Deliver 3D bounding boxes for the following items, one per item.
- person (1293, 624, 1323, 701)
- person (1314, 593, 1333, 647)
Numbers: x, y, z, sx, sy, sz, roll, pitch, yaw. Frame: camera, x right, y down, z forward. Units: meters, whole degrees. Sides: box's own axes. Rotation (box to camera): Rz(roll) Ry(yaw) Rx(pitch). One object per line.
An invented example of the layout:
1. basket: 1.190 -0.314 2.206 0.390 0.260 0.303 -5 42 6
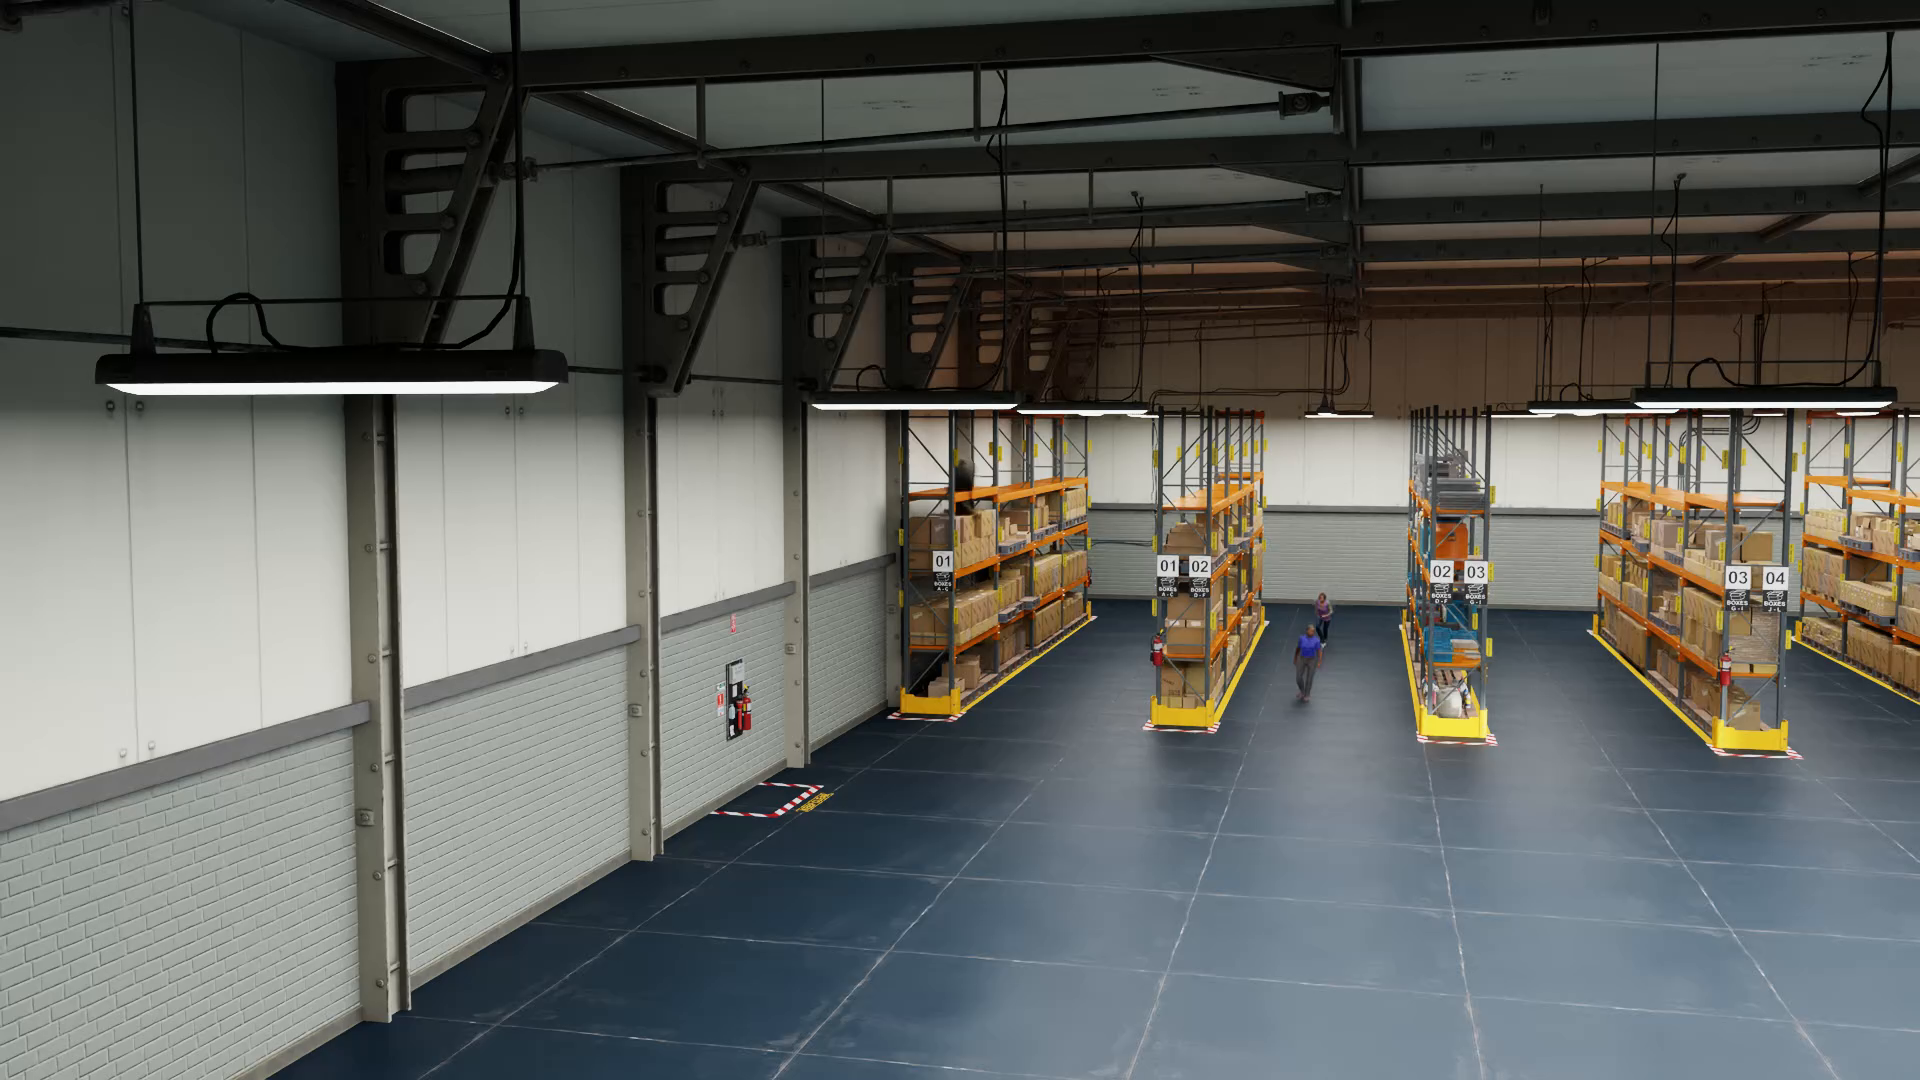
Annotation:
1. person: 7.068 2.494 33.825 0.600 1.607 0.573 1 4 15
2. person: 9.177 1.987 41.865 0.546 1.404 1.013 2 5 26
